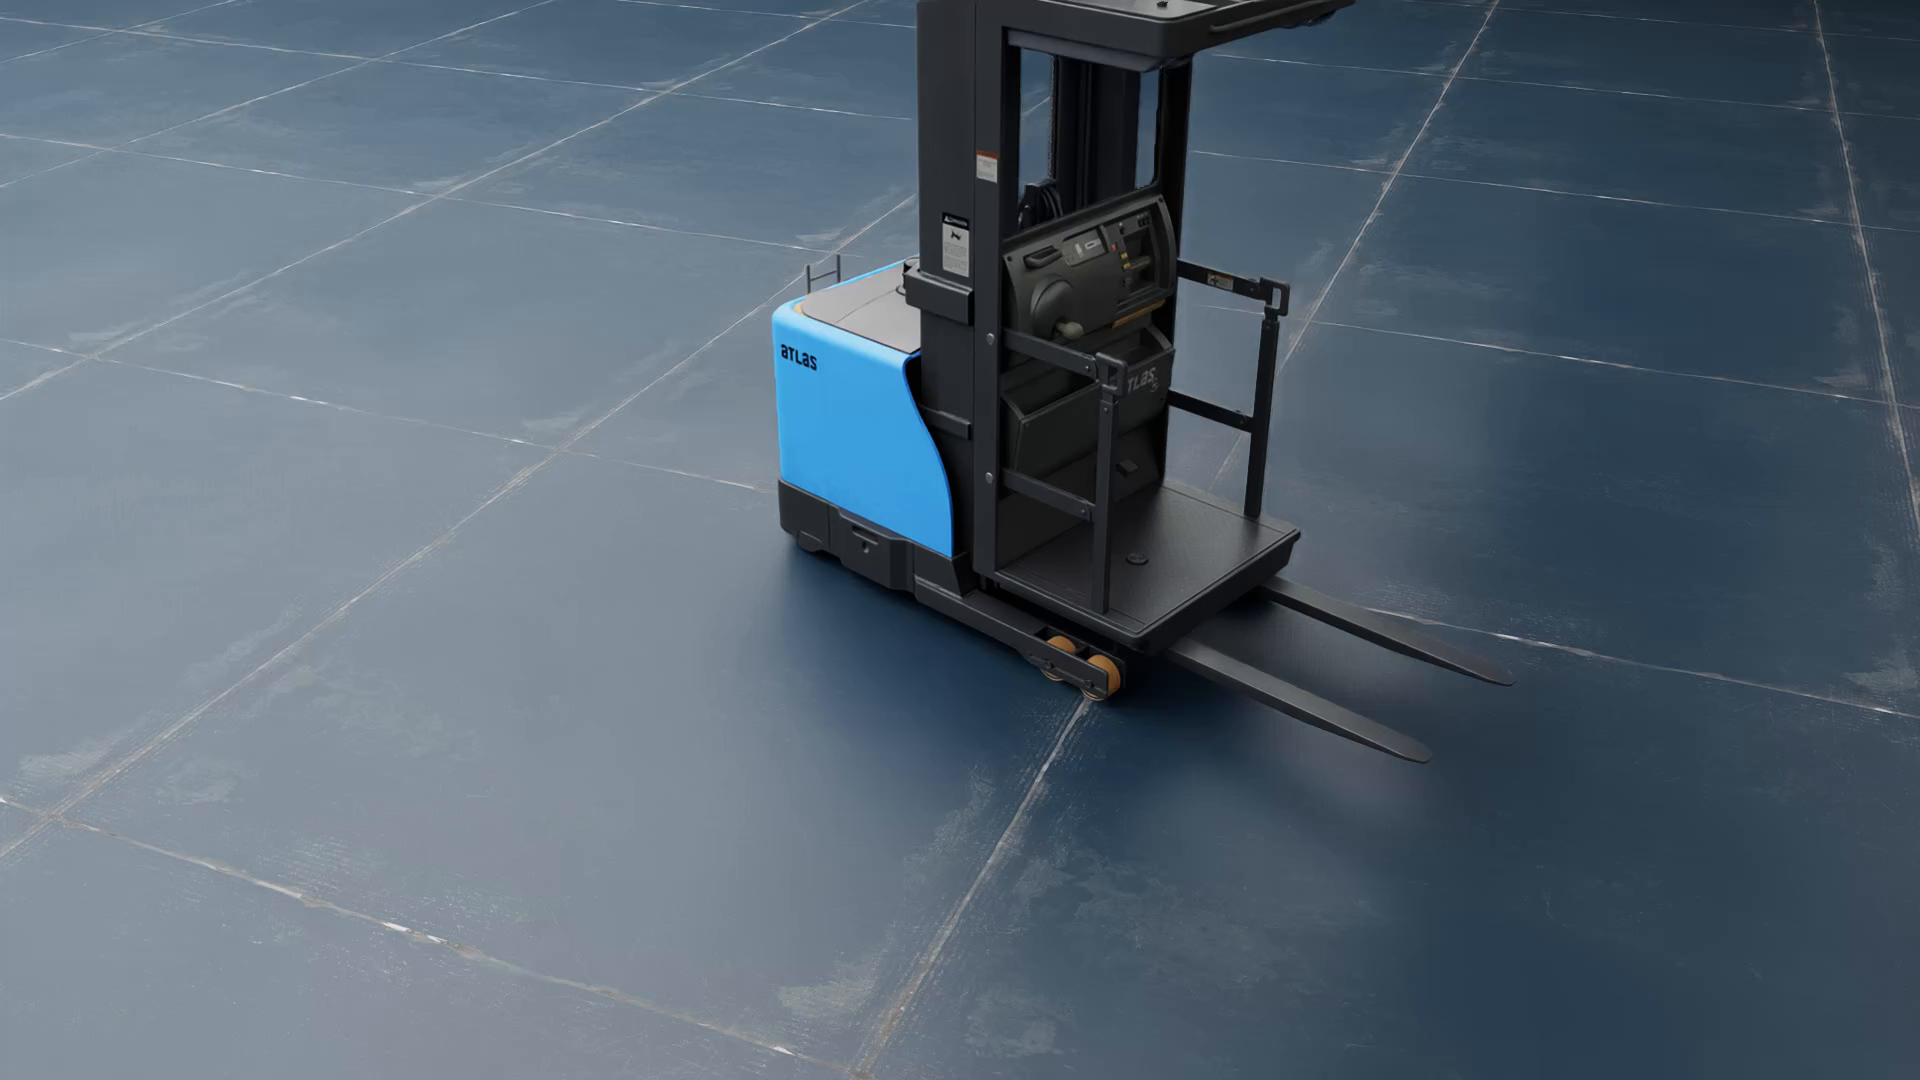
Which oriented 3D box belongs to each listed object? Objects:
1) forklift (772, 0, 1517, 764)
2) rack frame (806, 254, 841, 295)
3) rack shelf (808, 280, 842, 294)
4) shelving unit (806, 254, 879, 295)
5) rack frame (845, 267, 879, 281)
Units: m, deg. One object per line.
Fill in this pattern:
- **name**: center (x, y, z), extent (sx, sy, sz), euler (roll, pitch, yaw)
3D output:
- **forklift**: center (0.646, -0.969, 5.986), extent (3.031, 2.935, 1.130), euler (24, 37, 36)
- **rack frame**: center (-0.600, -0.770, 7.546), extent (0.008, 1.050, 0.200), euler (24, 37, 36)
- **rack shelf**: center (-0.510, -0.968, 7.340), extent (0.240, 0.259, 0.215), euler (24, 37, 36)
- **shelving unit**: center (-0.510, -0.730, 7.474), extent (0.252, 1.050, 0.215), euler (24, 37, 36)
- **rack frame**: center (-0.420, -0.689, 7.403), extent (0.008, 1.050, 0.200), euler (24, 37, 36)
